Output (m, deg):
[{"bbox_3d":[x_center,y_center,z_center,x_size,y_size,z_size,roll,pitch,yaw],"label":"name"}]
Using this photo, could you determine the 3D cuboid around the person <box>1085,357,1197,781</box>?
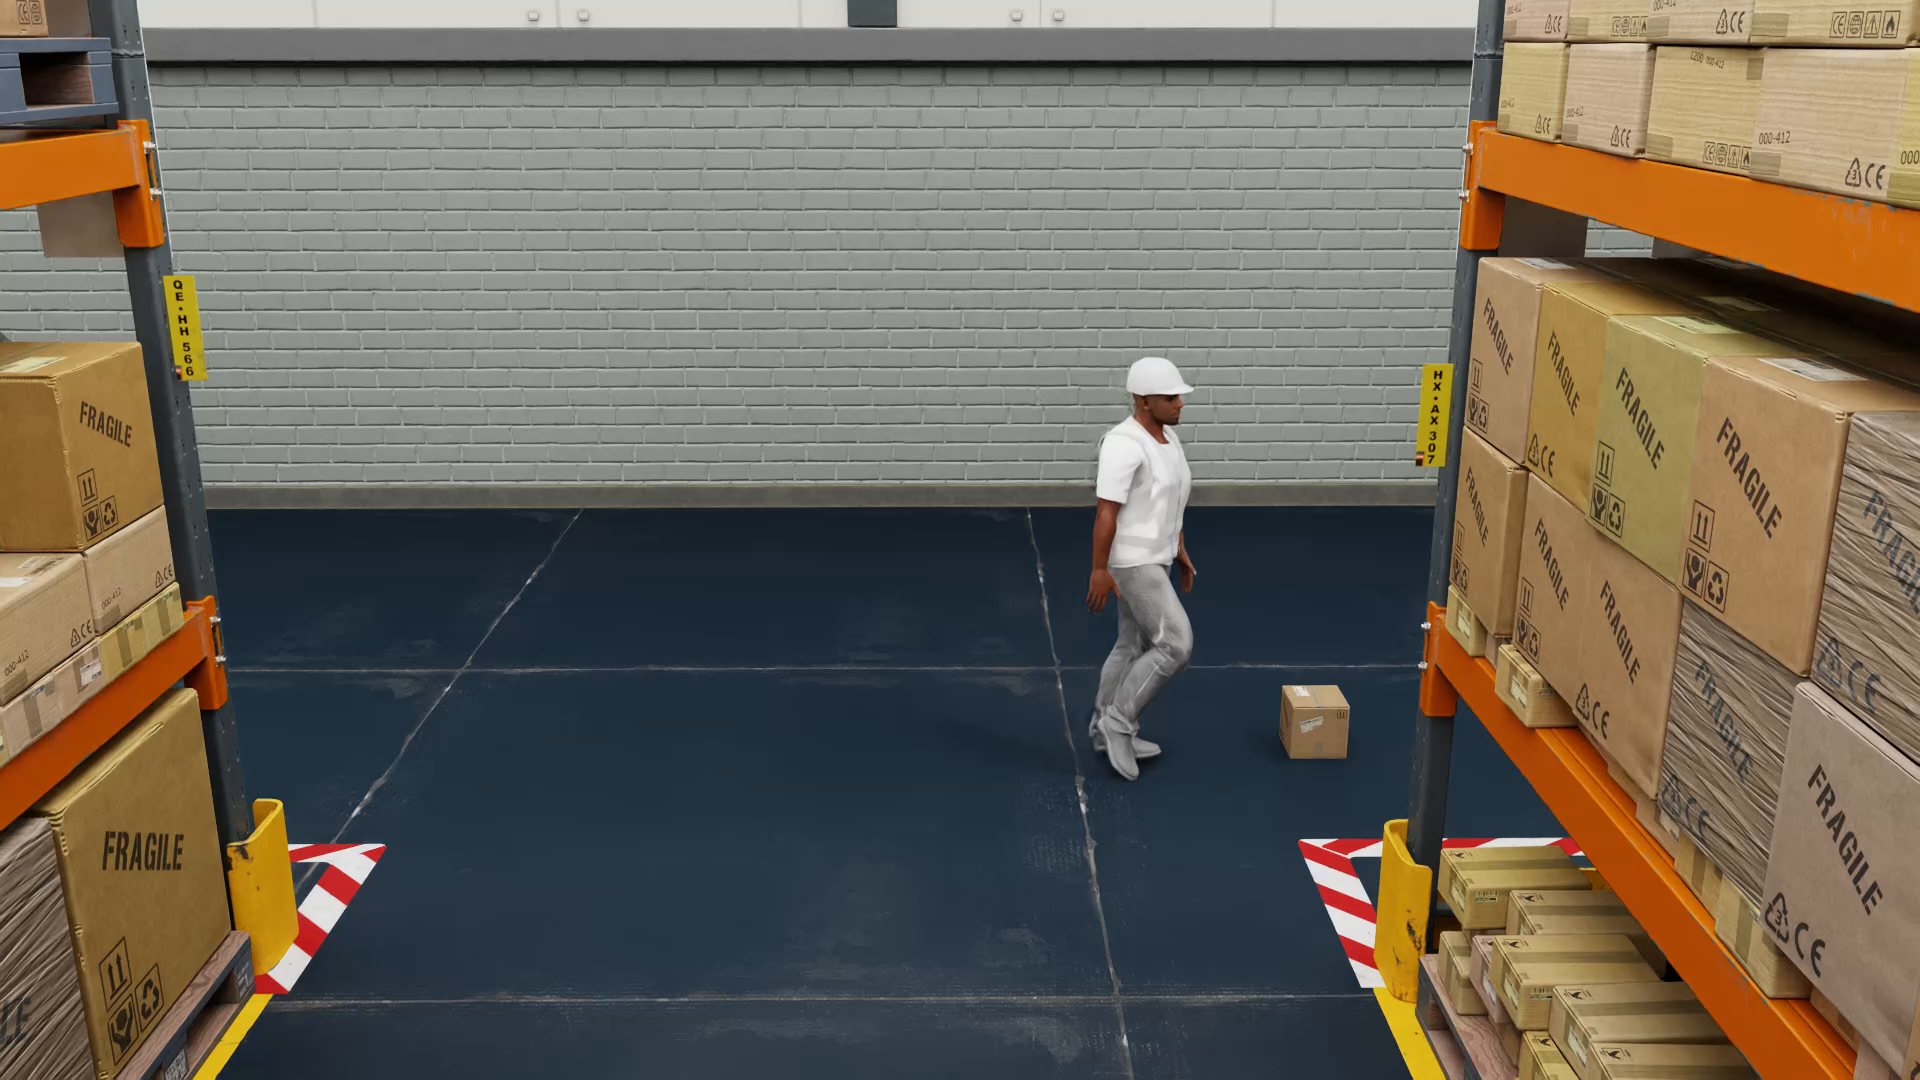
[{"bbox_3d":[0.816,0.107,7.122,0.474,1.781,0.633,7,18,22],"label":"person"}]
